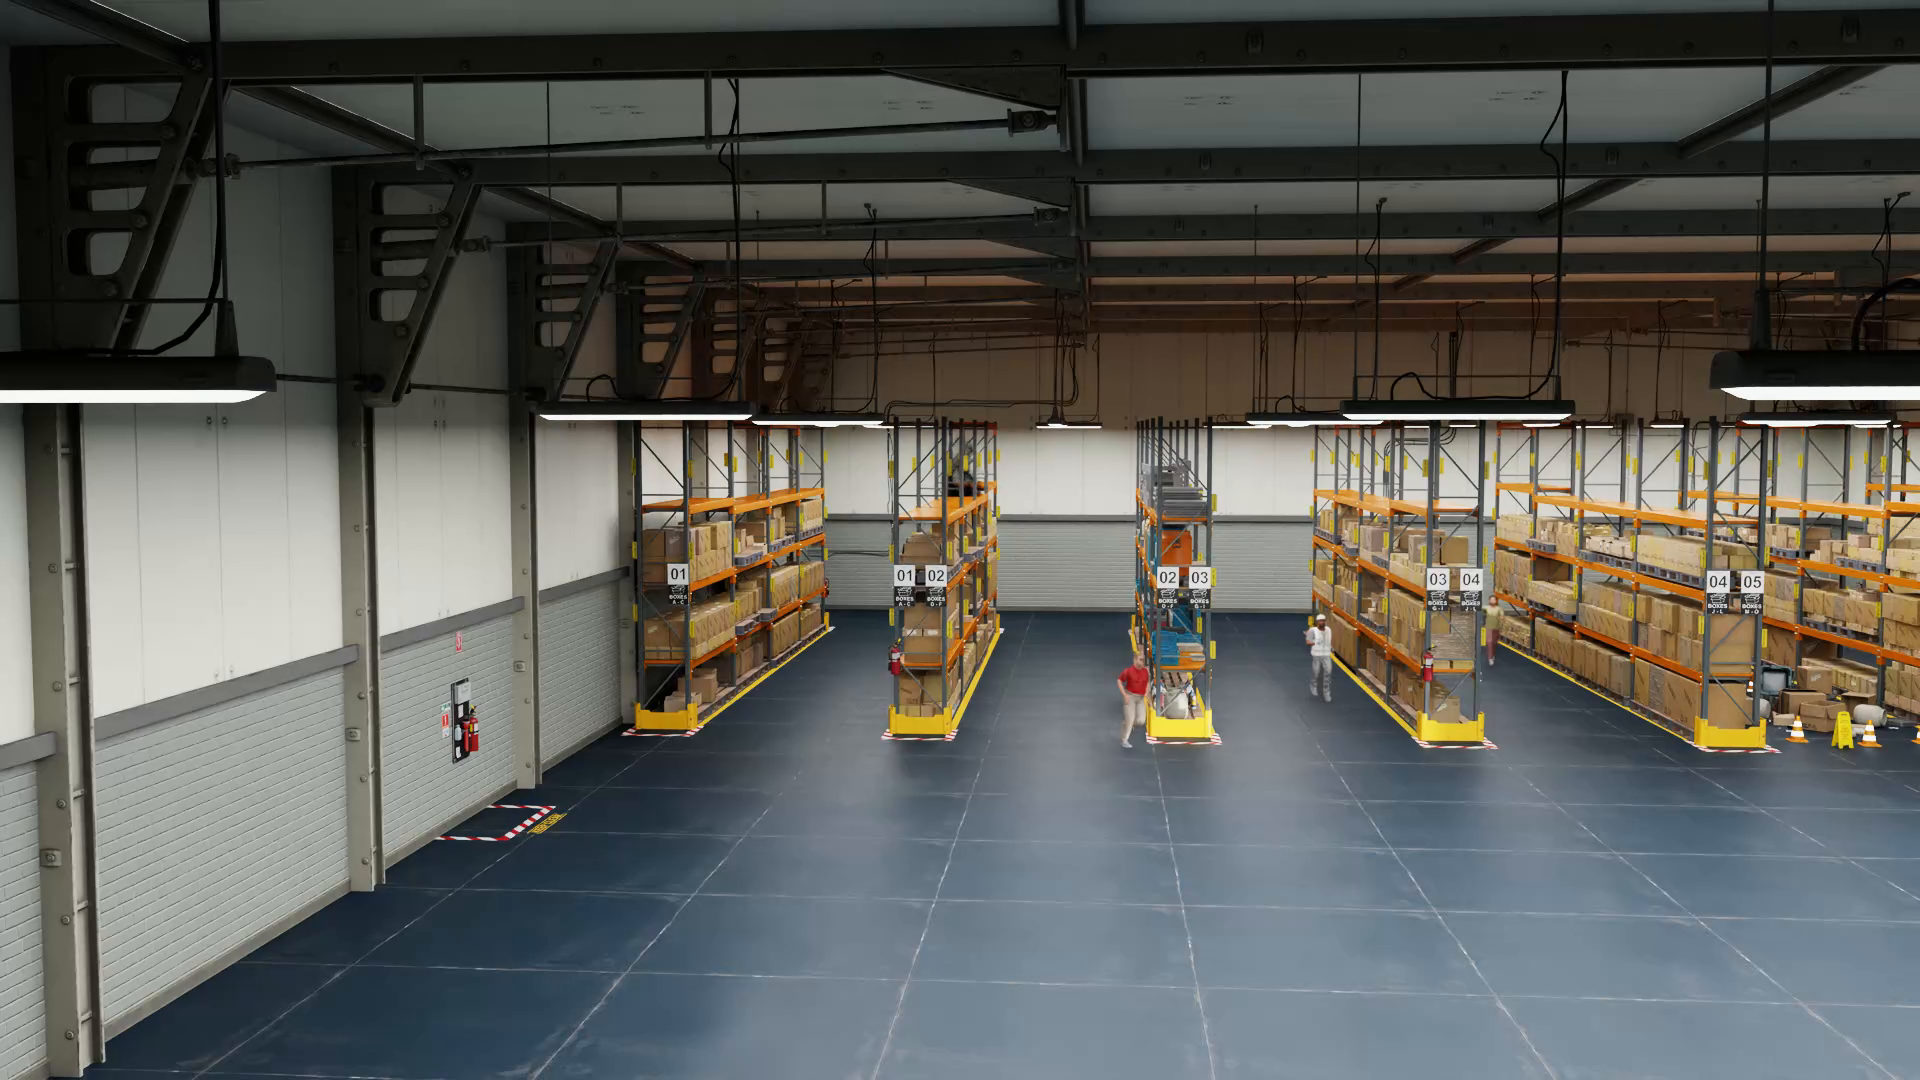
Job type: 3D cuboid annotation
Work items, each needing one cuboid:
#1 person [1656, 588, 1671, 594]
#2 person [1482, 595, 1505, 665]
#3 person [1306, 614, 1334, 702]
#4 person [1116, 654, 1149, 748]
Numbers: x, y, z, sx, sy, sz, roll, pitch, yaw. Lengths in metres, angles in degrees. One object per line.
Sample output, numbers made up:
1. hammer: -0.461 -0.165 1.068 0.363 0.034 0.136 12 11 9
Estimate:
1. person: 20.005 1.777 47.274 0.745 1.804 0.770 2 4 26
2. person: 13.095 2.188 40.896 0.577 1.663 0.947 1 4 9
3. person: 7.702 2.494 35.493 0.664 1.823 0.824 0 4 -5
4. person: 3.186 2.918 30.394 0.707 1.670 0.563 -2 4 -26
